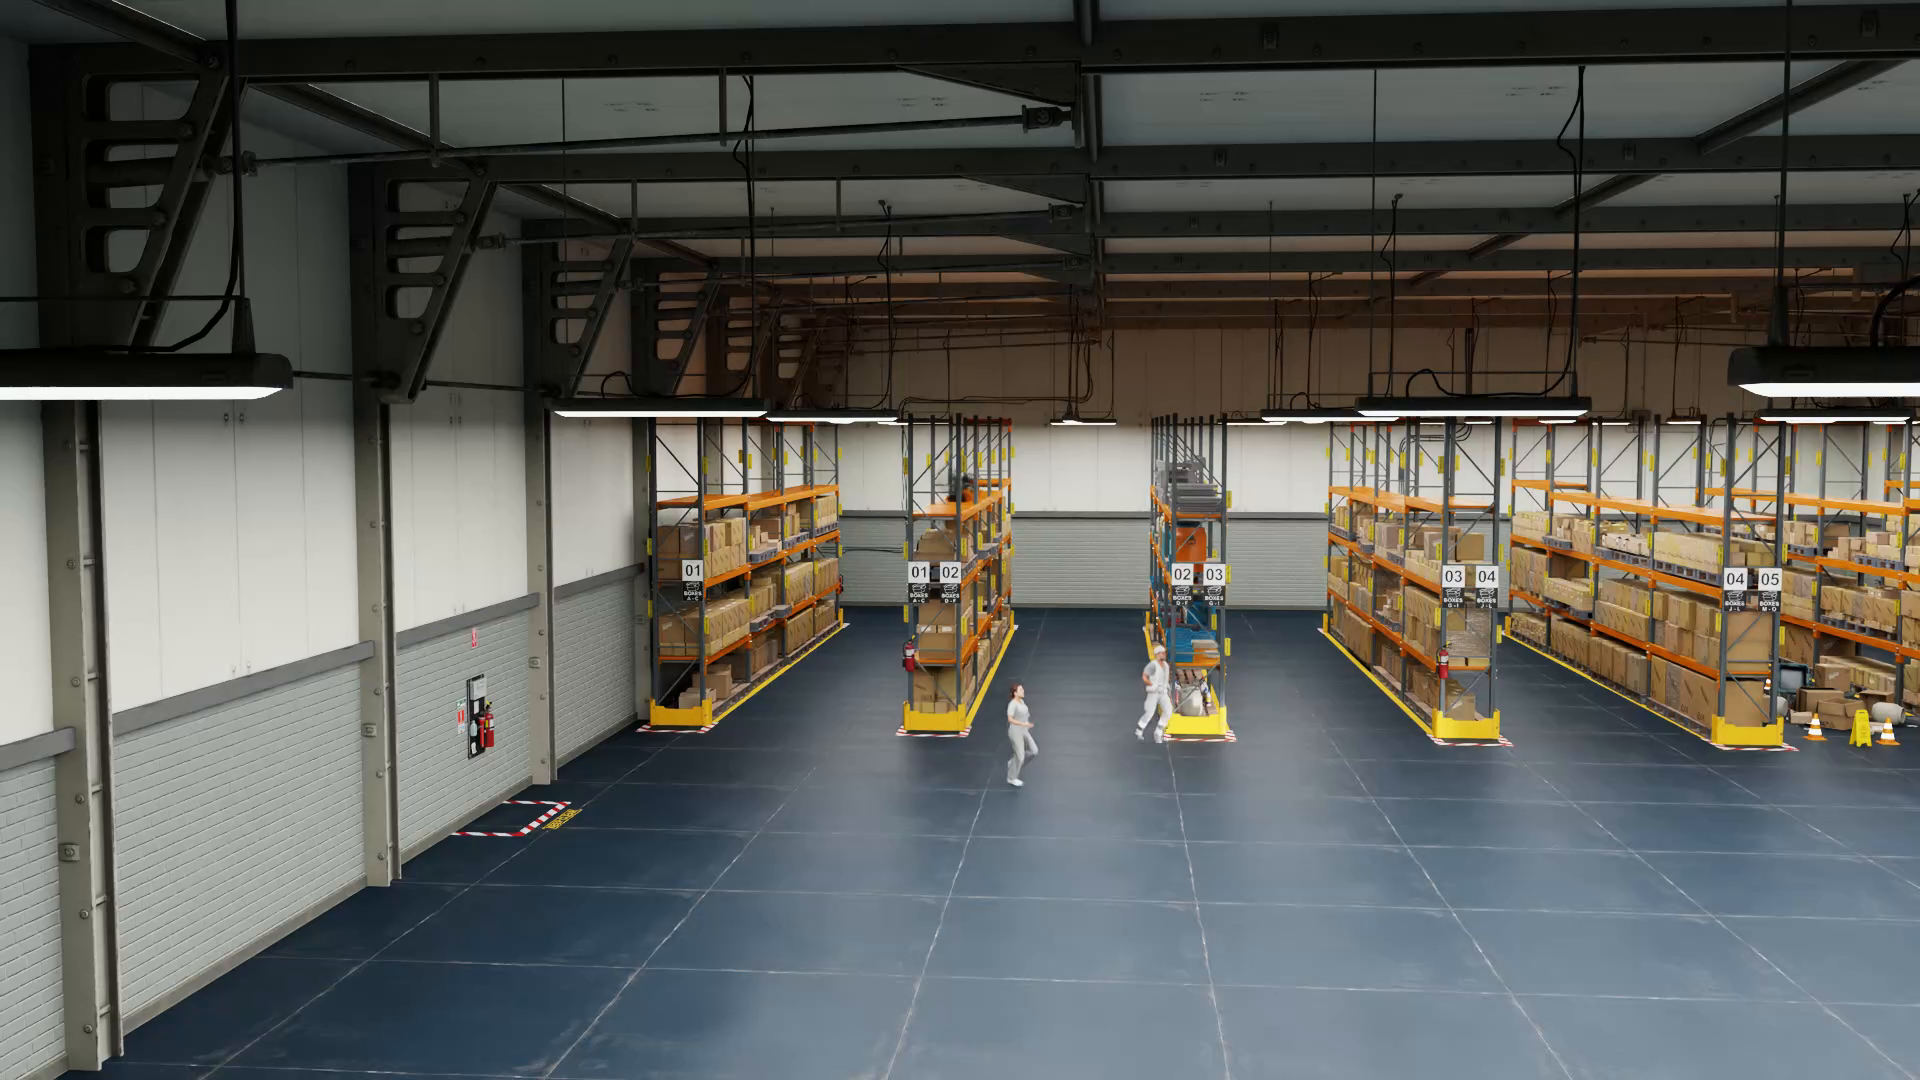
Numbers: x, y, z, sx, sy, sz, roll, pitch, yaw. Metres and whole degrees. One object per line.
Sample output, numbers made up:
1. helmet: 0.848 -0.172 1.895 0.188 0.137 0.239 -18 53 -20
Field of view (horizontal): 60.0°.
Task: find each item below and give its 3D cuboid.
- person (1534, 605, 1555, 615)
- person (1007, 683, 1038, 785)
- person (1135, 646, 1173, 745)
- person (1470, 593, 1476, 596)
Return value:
1. person: 16.624 1.773 47.315 0.729 1.574 0.548 0 4 5
2. person: 0.972 3.108 26.635 0.542 1.639 0.612 2 4 29
3. person: 3.603 2.814 30.263 0.718 1.783 0.678 -2 5 -33
4. person: 13.858 1.801 45.238 0.701 1.748 0.923 2 4 27
